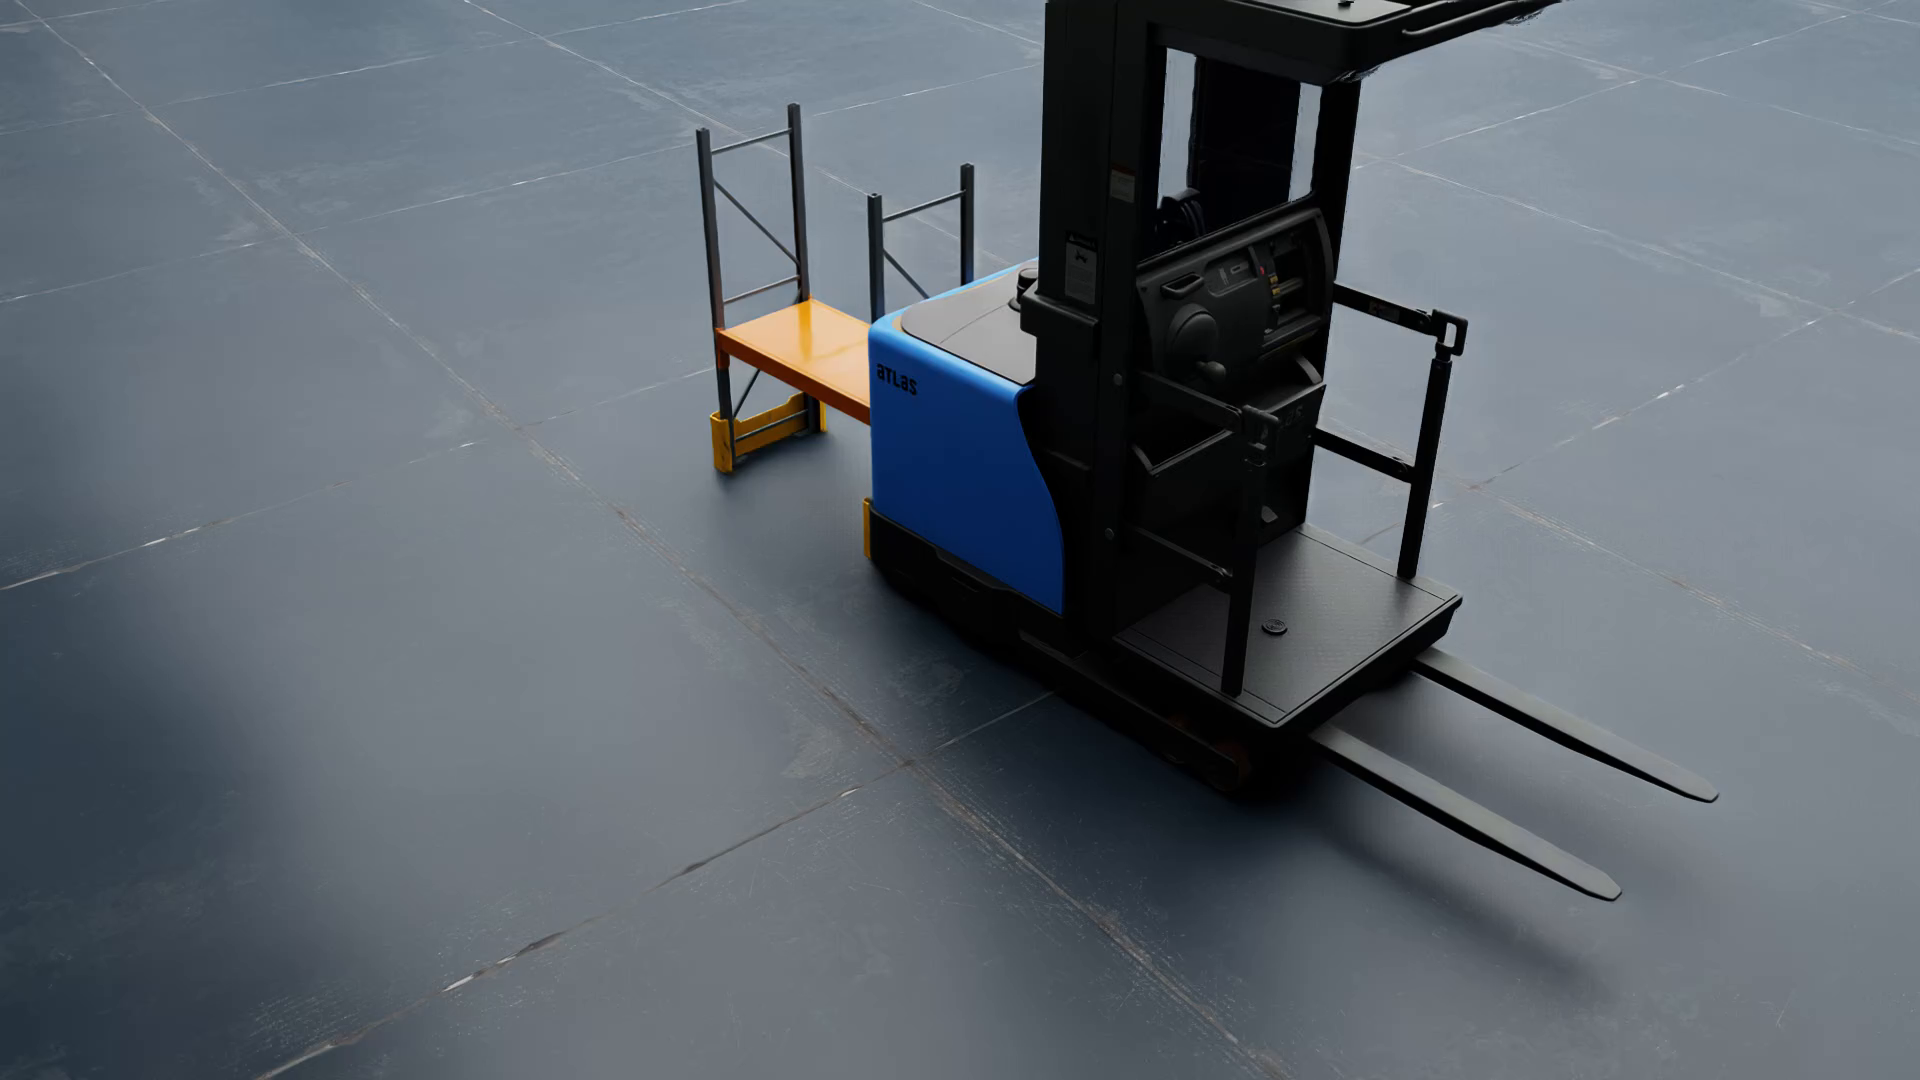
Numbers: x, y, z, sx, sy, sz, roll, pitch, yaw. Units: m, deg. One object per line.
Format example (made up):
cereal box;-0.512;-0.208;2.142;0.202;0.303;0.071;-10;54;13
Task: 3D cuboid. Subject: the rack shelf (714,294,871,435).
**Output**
rack shelf;-0.489;-0.705;6.805;0.538;0.185;1.000;-27;41;-36

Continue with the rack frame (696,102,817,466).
rack frame;-0.841;-1.051;7.021;0.500;1.500;0.032;-27;41;-36

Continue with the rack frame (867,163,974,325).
rack frame;-0.137;-0.665;6.398;0.500;1.500;0.032;-27;41;-36

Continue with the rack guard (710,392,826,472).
rack guard;-0.840;-0.520;7.350;0.587;0.250;0.087;-27;41;-36

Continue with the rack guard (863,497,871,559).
rack guard;-0.150;-0.141;6.740;0.587;0.250;0.087;-27;41;-36

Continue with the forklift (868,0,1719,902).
forklift;1.033;-0.735;5.156;1.130;2.935;3.031;-27;41;-36

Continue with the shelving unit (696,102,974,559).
shelving unit;-0.495;-0.861;6.715;0.587;1.500;1.083;-27;41;-36
